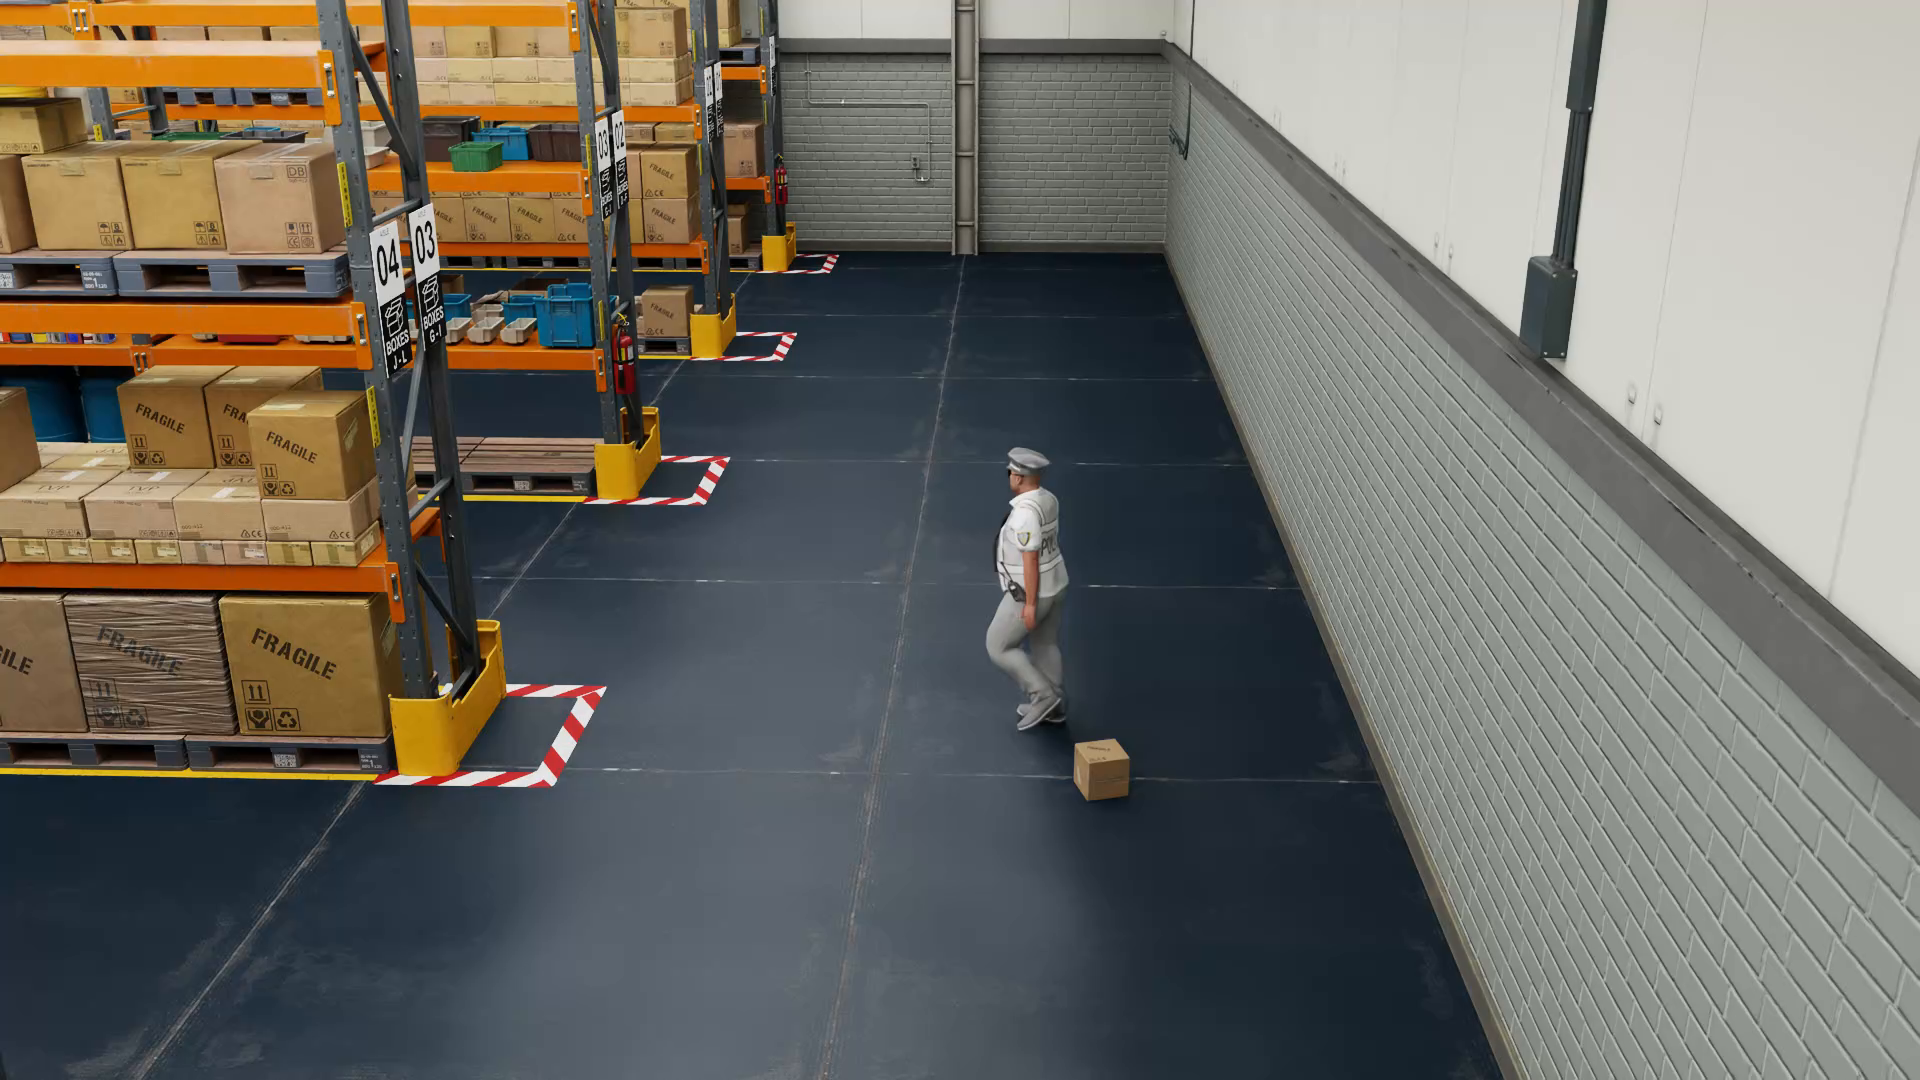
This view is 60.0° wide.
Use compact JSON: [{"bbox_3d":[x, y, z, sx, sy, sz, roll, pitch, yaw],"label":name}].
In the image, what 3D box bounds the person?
[{"bbox_3d":[0.451,0.307,10.200,0.472,1.748,0.596,10,23,24],"label":"person"}]
